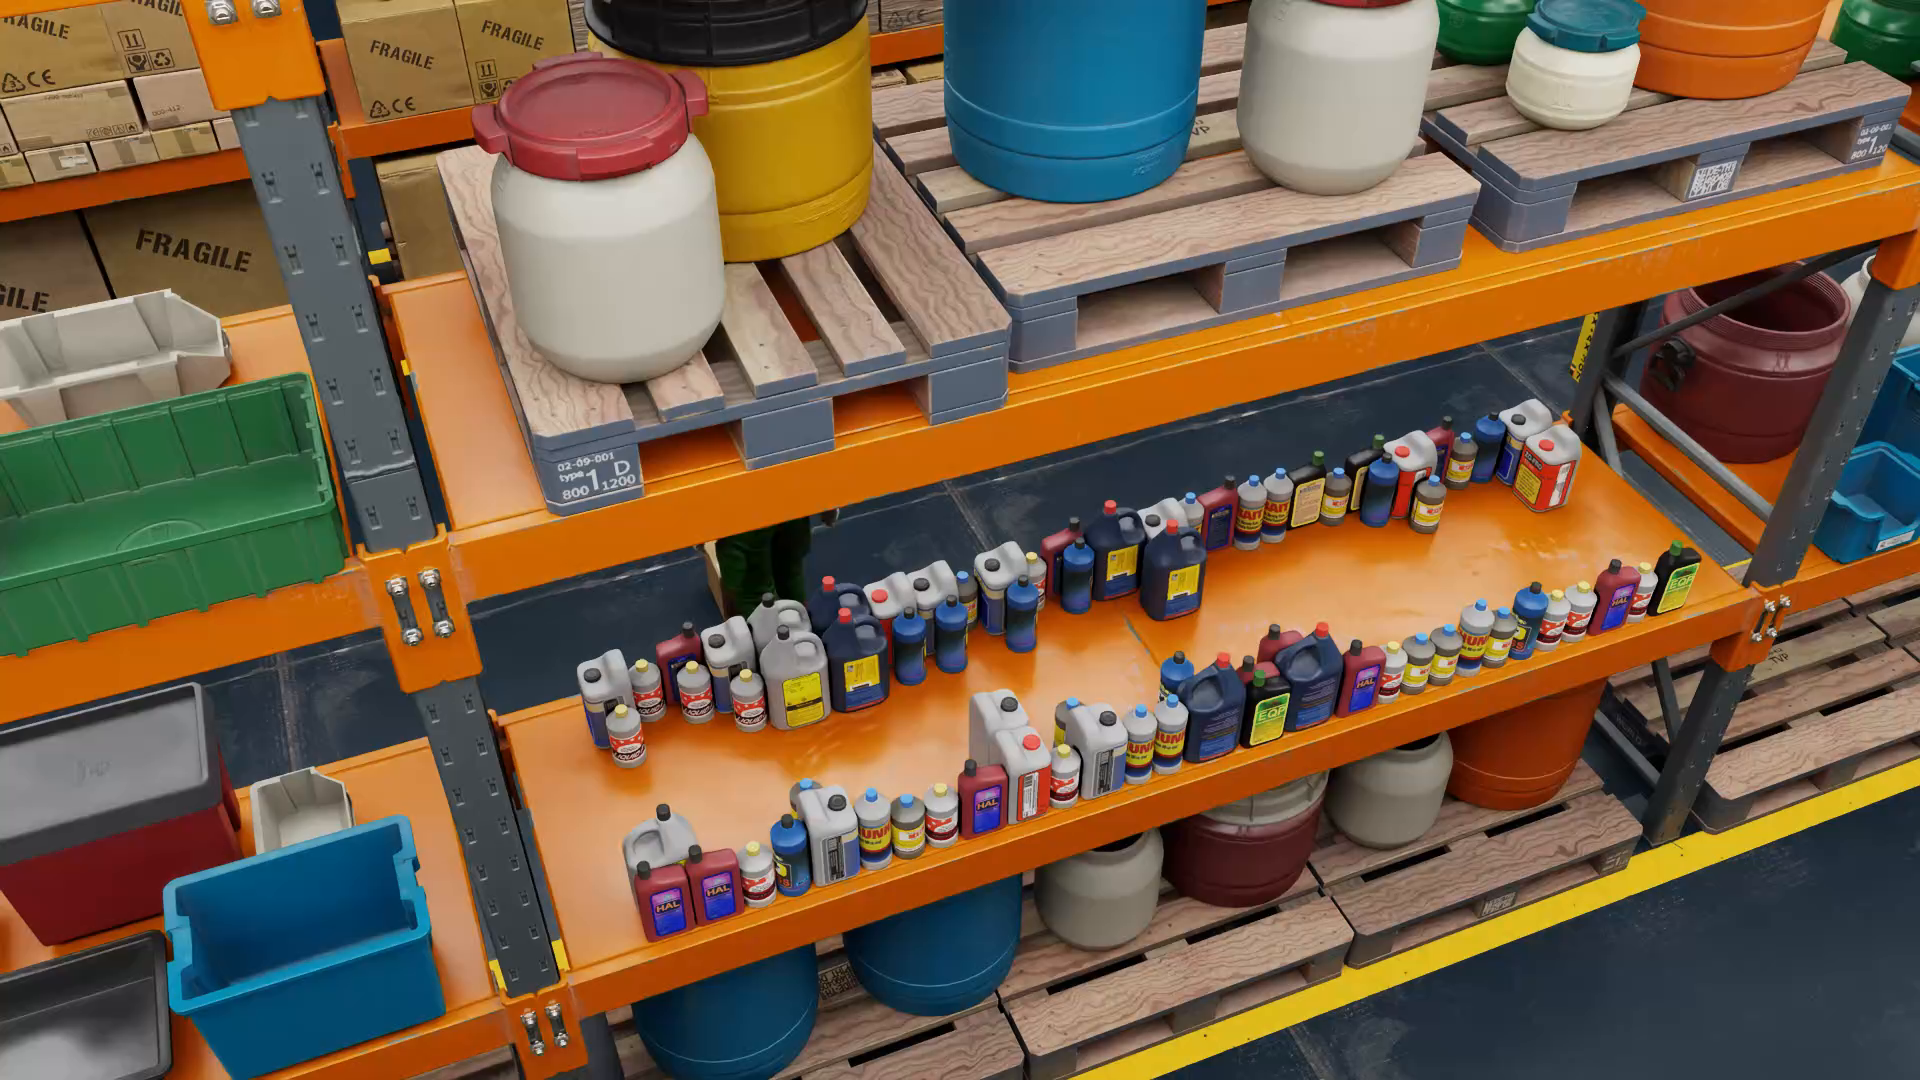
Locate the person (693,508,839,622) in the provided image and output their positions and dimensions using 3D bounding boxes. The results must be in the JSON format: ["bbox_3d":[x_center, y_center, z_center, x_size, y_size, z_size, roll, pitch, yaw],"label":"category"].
[{"bbox_3d":[-0.766,-0.143,6.296,0.585,1.798,0.516,-24,47,-25],"label":"person"}]
